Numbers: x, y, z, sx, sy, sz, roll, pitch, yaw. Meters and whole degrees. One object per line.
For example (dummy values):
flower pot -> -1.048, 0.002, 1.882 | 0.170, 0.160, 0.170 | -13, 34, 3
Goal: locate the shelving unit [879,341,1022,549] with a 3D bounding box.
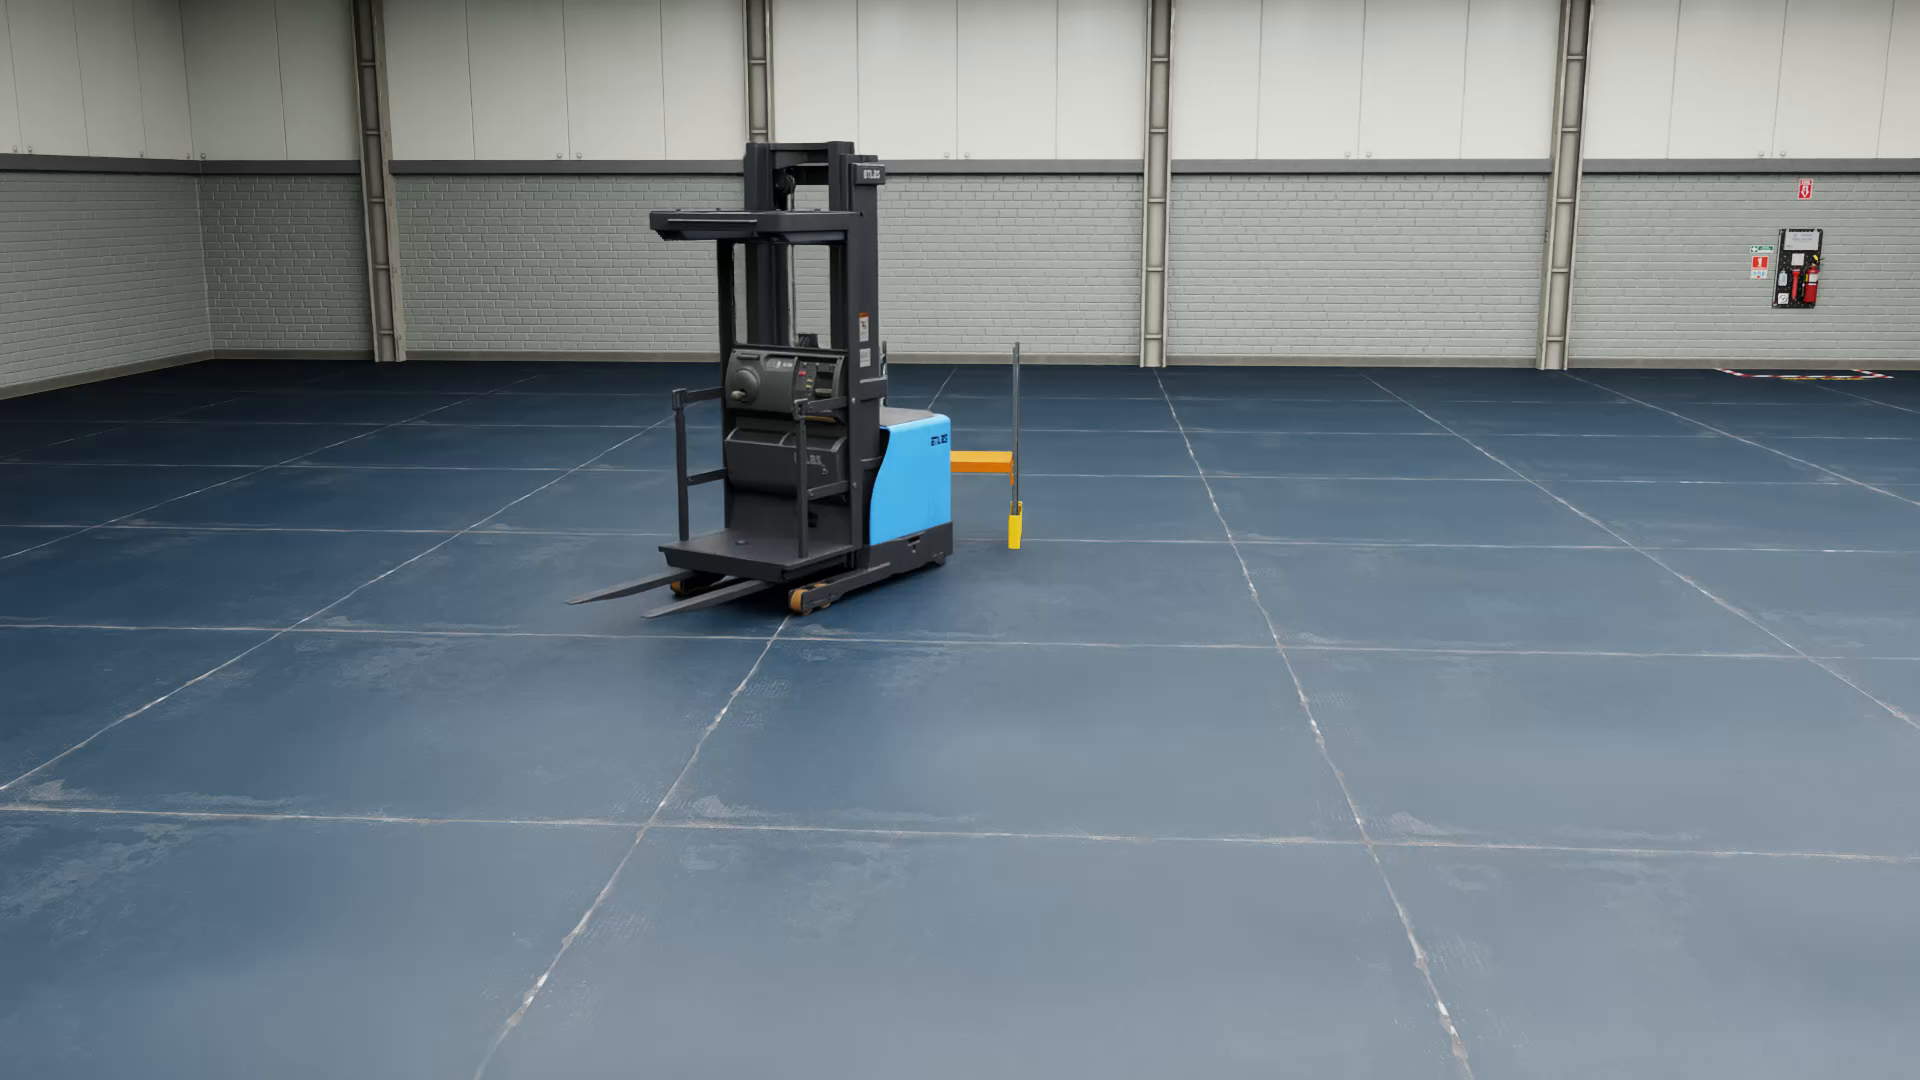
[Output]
shelving unit -> -0.076, -0.735, 12.619 | 1.083, 1.500, 0.587 | 1, 12, 4

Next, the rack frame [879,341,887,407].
rack frame -> -0.592, -0.742, 12.653 | 0.032, 1.500, 0.500 | 1, 12, 4

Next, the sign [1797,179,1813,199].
sign -> 12.466, -5.175, 24.521 | 0.199, 0.298, 0.001 | 1, 12, 4

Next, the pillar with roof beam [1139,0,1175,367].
pillar with roof beam -> 2.670, -6.200, 20.428 | 0.400, 9.000, 9.100 | 1, 12, 4

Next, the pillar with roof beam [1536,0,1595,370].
pillar with roof beam -> 8.656, -6.118, 20.036 | 0.400, 9.000, 9.100 | 1, 12, 4

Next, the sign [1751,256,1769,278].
sign -> 11.923, -4.066, 24.794 | 0.234, 0.329, 0.001 | 1, 12, 4

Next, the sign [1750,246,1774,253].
sign -> 11.927, -4.324, 24.731 | 0.331, 0.109, 0.001 | 1, 12, 4

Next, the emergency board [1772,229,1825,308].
emergency board -> 12.467, -4.020, 24.661 | 0.643, 1.169, 0.194 | 1, 12, 4

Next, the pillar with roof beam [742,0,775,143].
pillar with roof beam -> -3.317, -6.282, 20.821 | 0.400, 9.000, 9.100 | 1, 12, 4

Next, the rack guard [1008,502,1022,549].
rack guard -> 0.421, -0.117, 12.715 | 0.087, 0.250, 0.587 | 1, 12, 4

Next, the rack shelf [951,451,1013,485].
rack shelf -> -0.085, -0.559, 12.657 | 1.000, 0.185, 0.538 | 1, 12, 4

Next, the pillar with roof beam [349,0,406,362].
pillar with roof beam -> -9.303, -6.364, 21.213 | 0.400, 9.000, 9.100 | 1, 12, 4

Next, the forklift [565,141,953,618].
forklift -> -1.264, -1.071, 10.728 | 1.130, 2.935, 3.031 | 7, 14, 32

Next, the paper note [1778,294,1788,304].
paper note -> 12.295, -3.606, 24.830 | 0.142, 0.148, 0.016 | 1, 12, 4

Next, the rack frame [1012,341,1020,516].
rack frame -> 0.422, -0.728, 12.587 | 0.032, 1.500, 0.500 | 1, 12, 4
